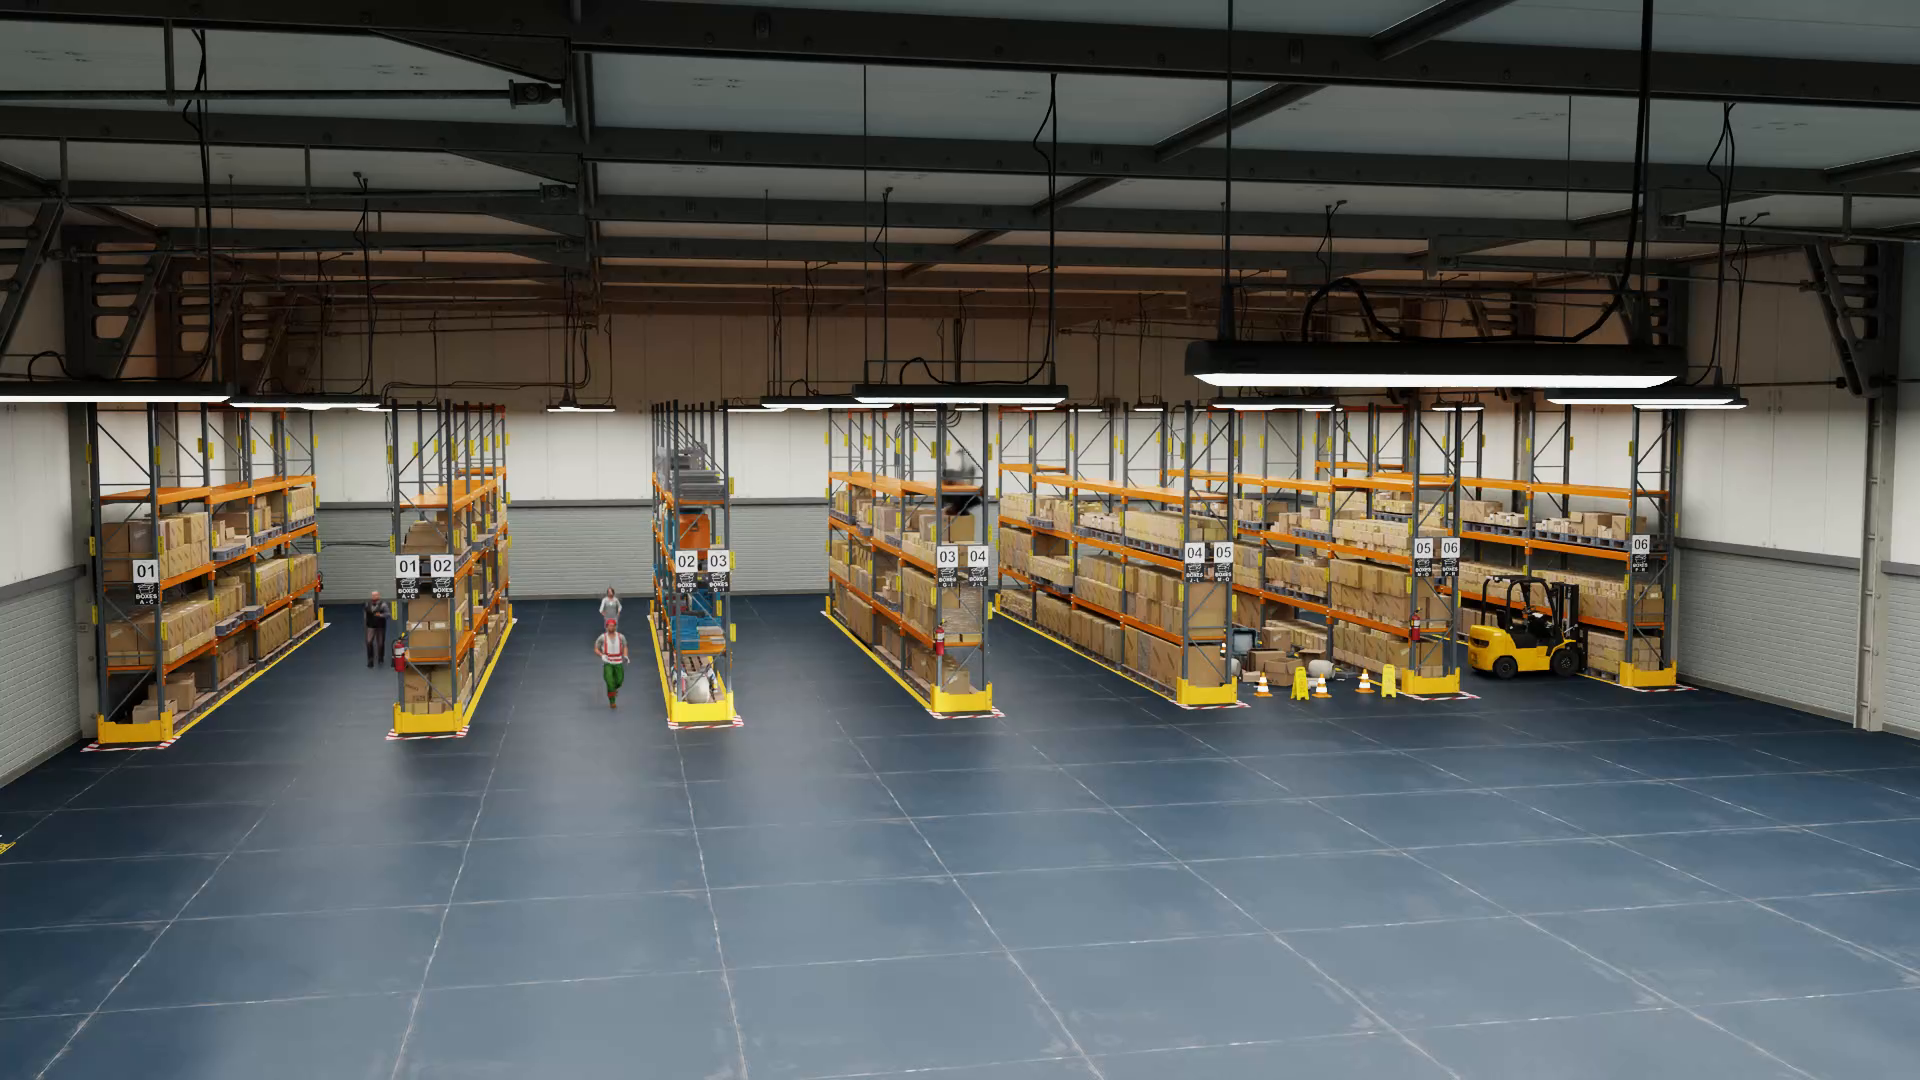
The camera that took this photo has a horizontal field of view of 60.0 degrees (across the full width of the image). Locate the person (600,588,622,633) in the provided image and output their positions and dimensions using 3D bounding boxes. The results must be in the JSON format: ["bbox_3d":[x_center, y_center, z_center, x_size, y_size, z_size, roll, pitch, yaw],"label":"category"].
[{"bbox_3d":[-8.420,1.926,40.129,0.536,1.565,0.651,-1,4,-15],"label":"person"}]

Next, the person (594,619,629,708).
[{"bbox_3d":[-6.811,2.409,32.527,0.657,1.742,0.602,-2,5,-23],"label":"person"}]

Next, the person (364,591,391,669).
[{"bbox_3d":[-13.254,2.034,37.825,0.635,1.770,0.795,-1,4,-11],"label":"person"}]

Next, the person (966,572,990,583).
[{"bbox_3d":[0.484,1.431,45.847,0.706,1.679,0.875,0,4,-2],"label":"person"}]

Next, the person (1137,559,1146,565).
[{"bbox_3d":[5.527,1.089,50.973,0.625,1.601,0.596,0,4,-2],"label":"person"}]
